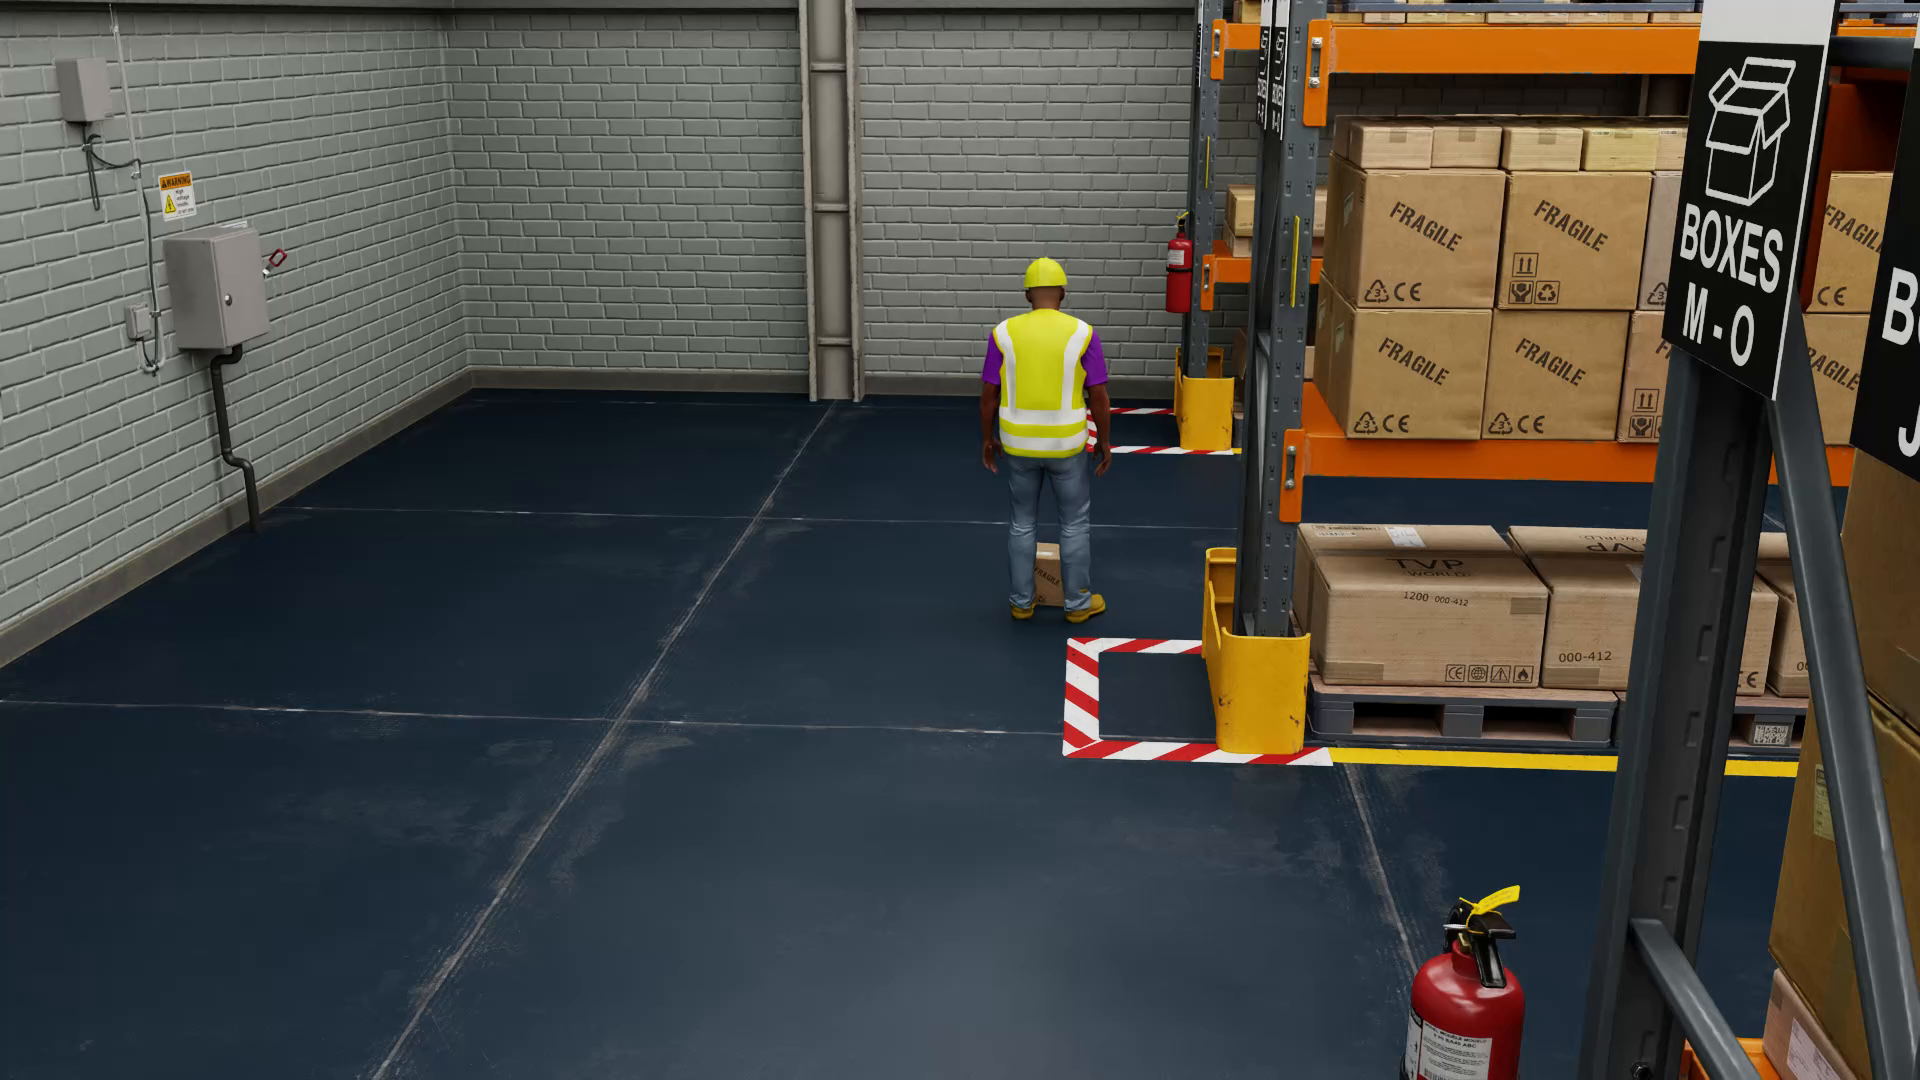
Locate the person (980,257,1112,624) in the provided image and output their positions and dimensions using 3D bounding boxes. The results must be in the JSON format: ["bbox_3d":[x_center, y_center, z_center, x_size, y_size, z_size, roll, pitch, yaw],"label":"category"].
[{"bbox_3d":[0.417,-0.477,8.042,0.636,1.761,0.454,4,18,12],"label":"person"}]
